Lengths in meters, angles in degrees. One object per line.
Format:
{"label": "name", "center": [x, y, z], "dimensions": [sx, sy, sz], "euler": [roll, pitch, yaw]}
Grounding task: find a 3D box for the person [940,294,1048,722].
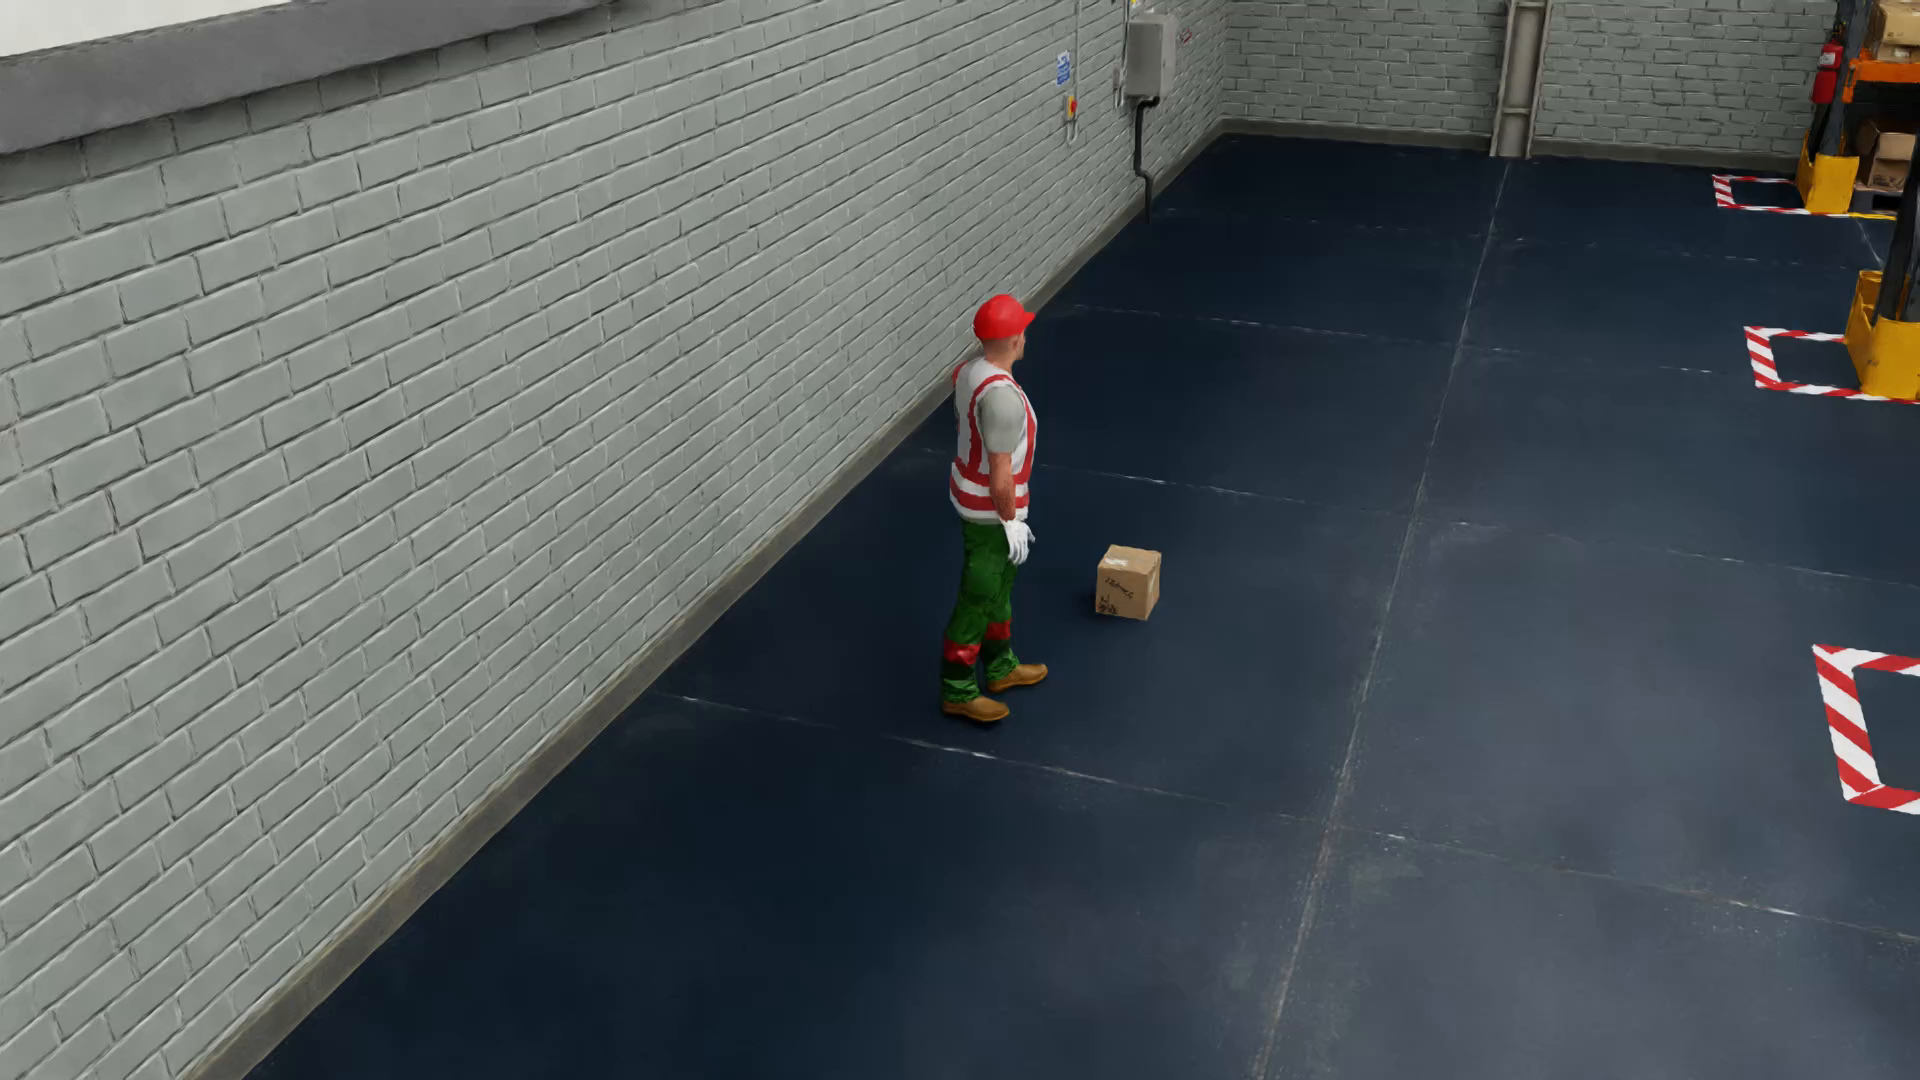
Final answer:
{"label": "person", "center": [0.156, -0.126, 6.837], "dimensions": [0.524, 1.789, 0.548], "euler": [-4, 26, -9]}
